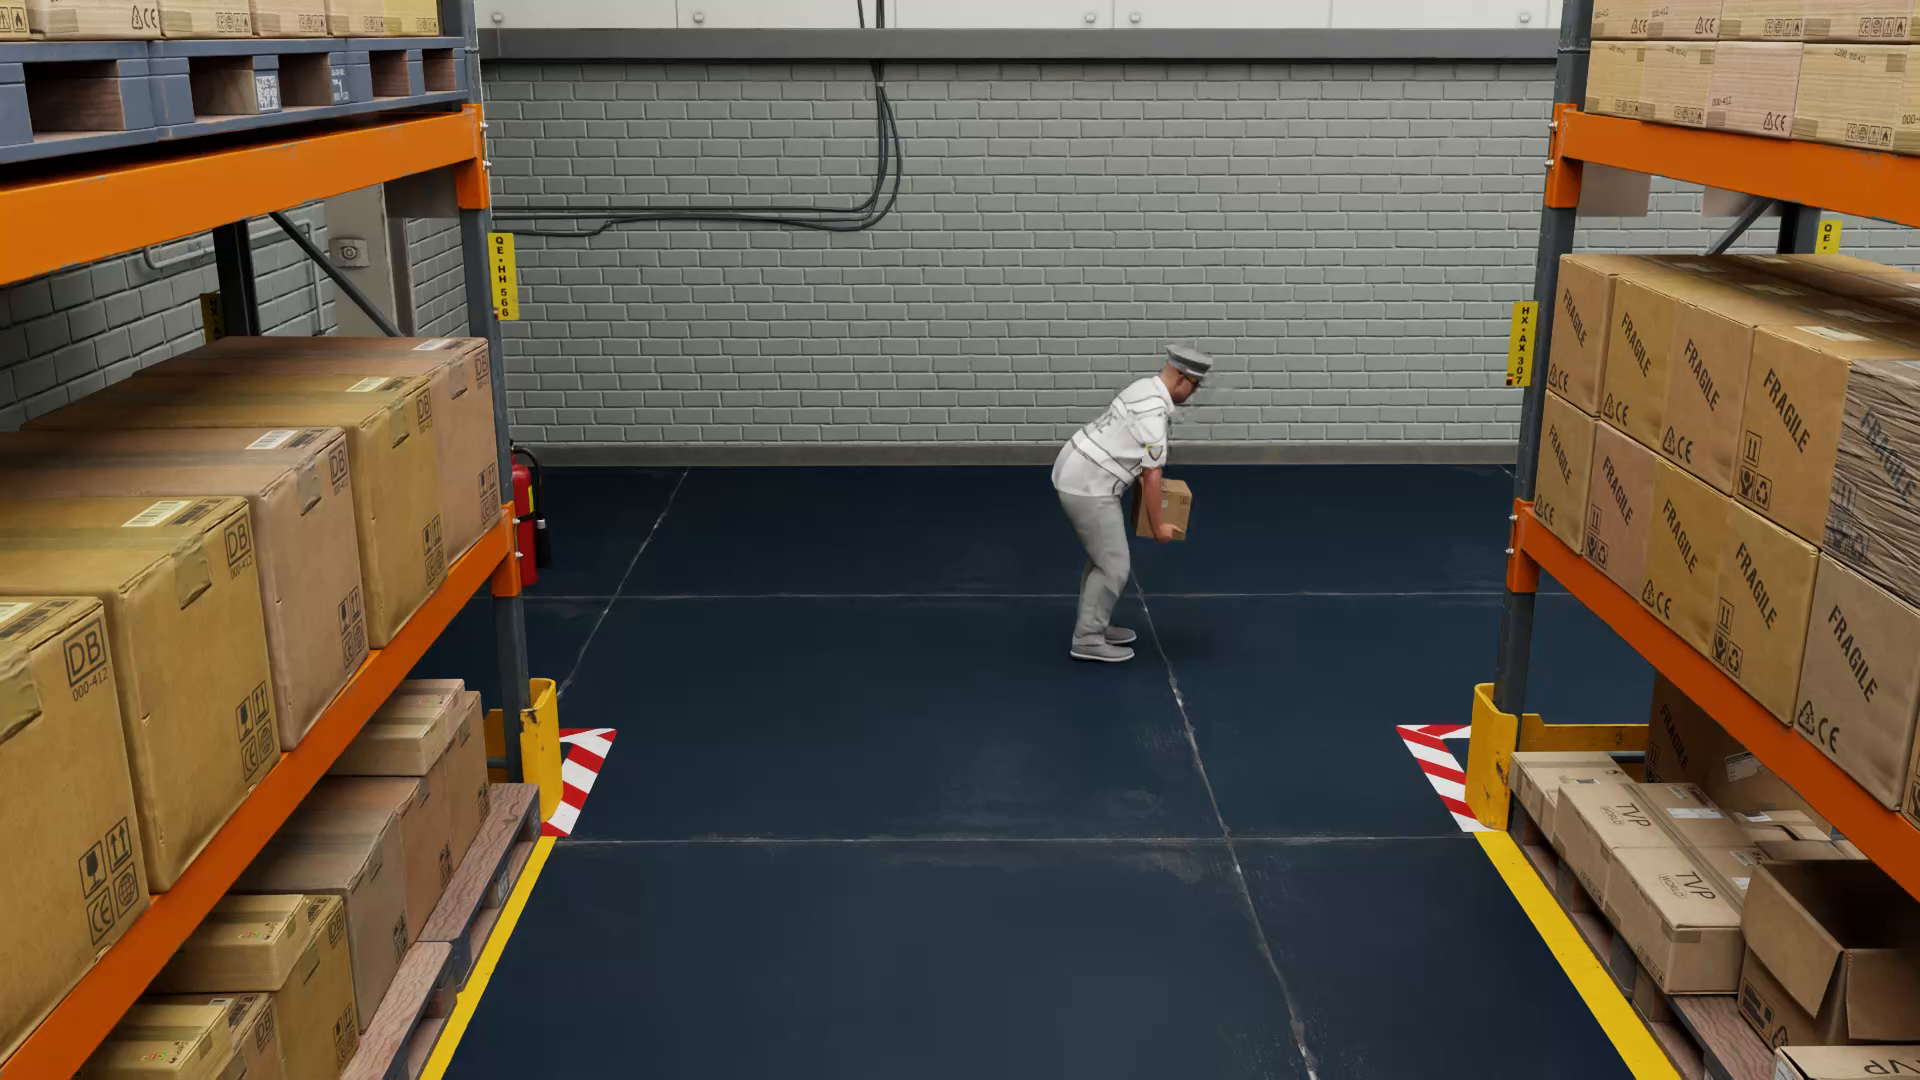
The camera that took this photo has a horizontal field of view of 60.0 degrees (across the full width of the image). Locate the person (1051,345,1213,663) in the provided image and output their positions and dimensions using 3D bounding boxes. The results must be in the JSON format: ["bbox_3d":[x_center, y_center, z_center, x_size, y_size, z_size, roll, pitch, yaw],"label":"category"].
[{"bbox_3d":[0.863,-0.188,8.448,0.791,1.585,0.477,-1,17,-2],"label":"person"}]
